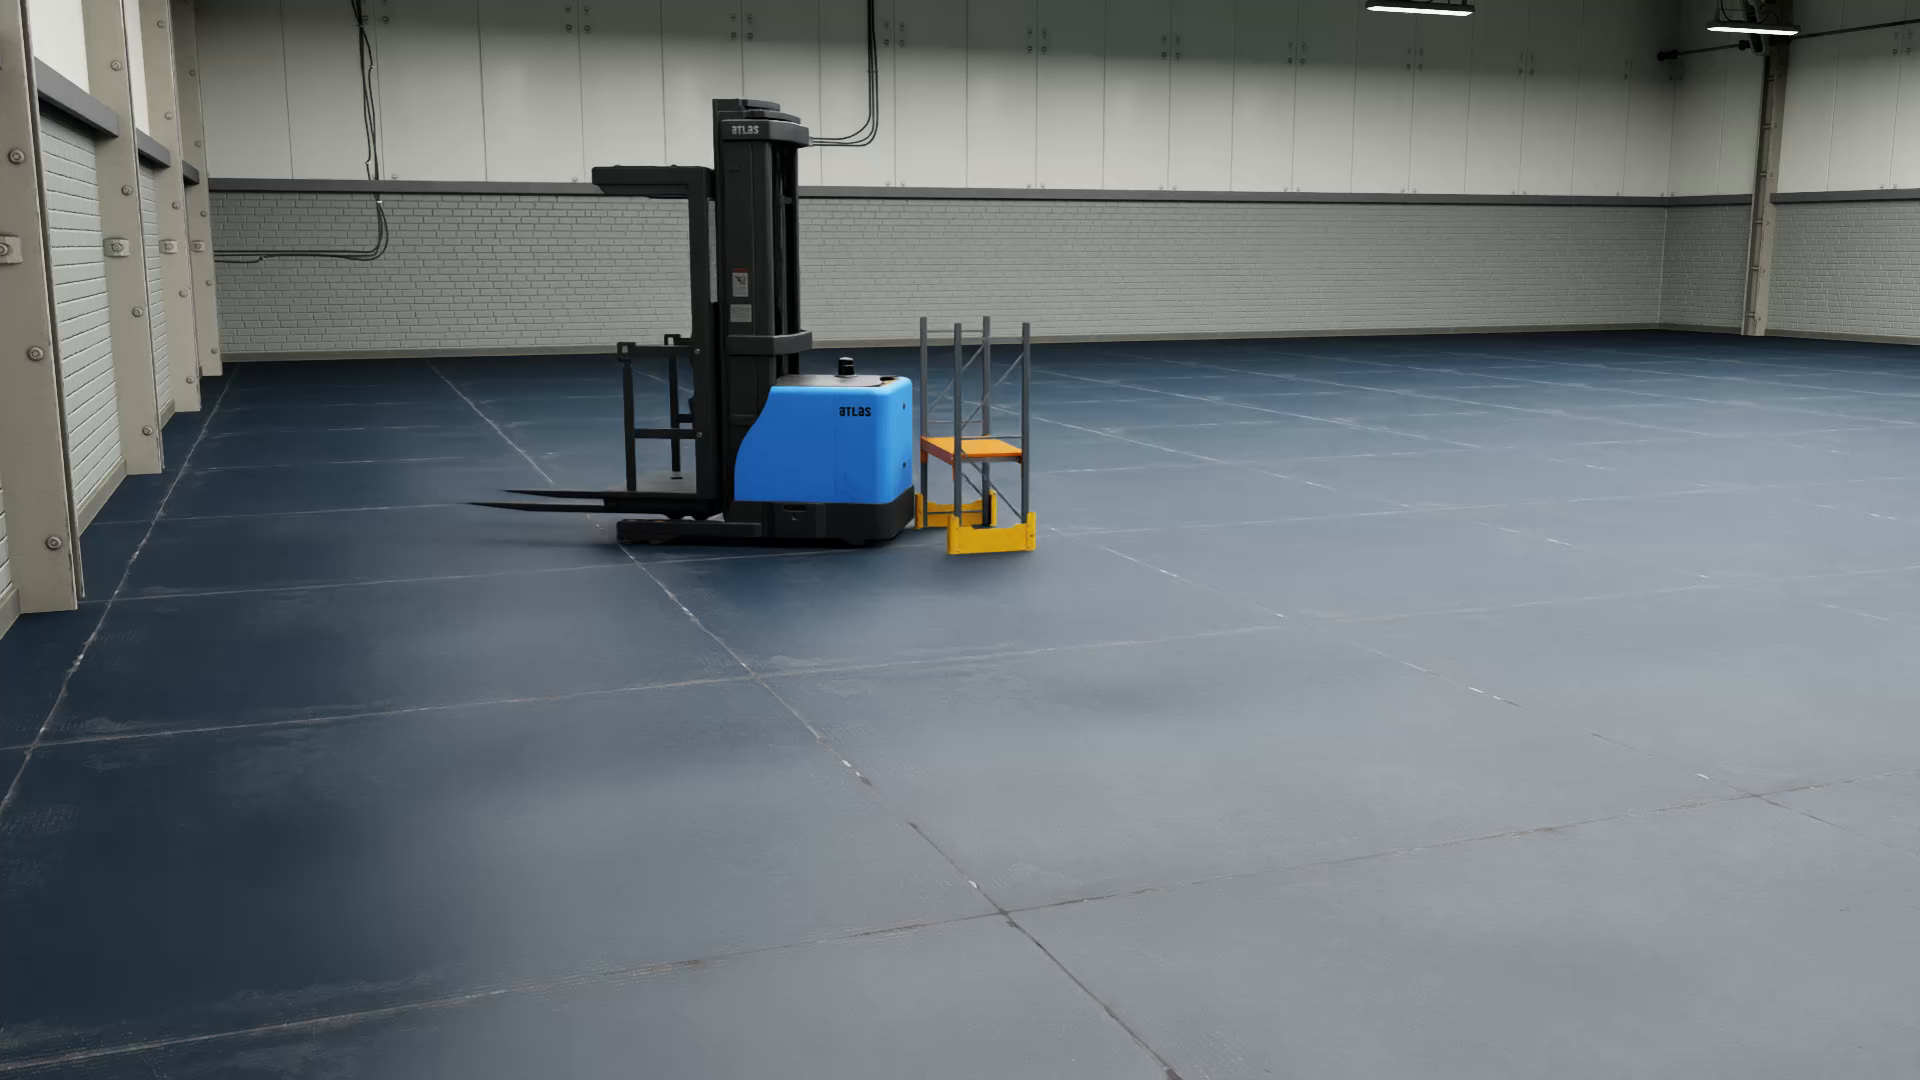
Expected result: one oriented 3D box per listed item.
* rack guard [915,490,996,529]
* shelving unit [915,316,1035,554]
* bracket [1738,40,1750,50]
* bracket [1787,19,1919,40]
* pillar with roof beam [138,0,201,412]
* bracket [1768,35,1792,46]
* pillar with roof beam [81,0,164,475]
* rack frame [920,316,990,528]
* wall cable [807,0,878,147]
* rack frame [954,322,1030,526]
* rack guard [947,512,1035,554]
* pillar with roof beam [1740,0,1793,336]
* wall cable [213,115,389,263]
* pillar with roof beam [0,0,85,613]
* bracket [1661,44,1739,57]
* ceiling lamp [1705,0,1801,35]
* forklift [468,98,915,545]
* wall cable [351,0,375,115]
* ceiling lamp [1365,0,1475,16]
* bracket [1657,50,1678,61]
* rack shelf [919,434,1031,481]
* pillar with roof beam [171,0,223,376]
[{"bbox_3d":[-0.029,-0.216,11.923,0.587,0.250,0.087,-2,10,-14],"label":"rack guard"},{"bbox_3d":[0.090,-0.747,11.337,0.587,1.500,1.083,-2,10,-14],"label":"shelving unit"},{"bbox_3d":[17.225,-10.821,36.278,0.235,0.232,0.430,-4,11,-21],"label":"bracket"},{"bbox_3d":[18.460,-10.265,33.152,0.076,0.066,4.783,-4,11,-21],"label":"bracket"},{"bbox_3d":[-5.466,-6.298,21.131,9.100,9.000,0.400,-4,11,-21],"label":"pillar with roof beam"},{"bbox_3d":[17.526,-10.685,35.517,0.235,0.232,0.430,-4,11,-21],"label":"bracket"},{"bbox_3d":[-3.292,-5.319,15.625,9.100,9.000,0.400,-4,11,-21],"label":"pillar with roof beam"},{"bbox_3d":[-0.034,-0.835,11.832,0.500,1.500,0.032,-2,10,-14],"label":"rack frame"},{"bbox_3d":[-2.634,-9.843,31.351,2.305,6.003,0.169,-4,11,-21],"label":"wall cable"},{"bbox_3d":[0.208,-0.662,10.860,0.500,1.500,0.032,-2,10,-14],"label":"rack frame"},{"bbox_3d":[0.208,-0.047,10.970,0.587,0.250,0.087,-2,10,-14],"label":"rack guard"},{"bbox_3d":[13.694,-8.730,34.803,9.100,9.000,0.548,-4,11,-21],"label":"pillar with roof beam"},{"bbox_3d":[-11.488,-6.040,28.548,3.097,2.526,0.112,-4,11,-21],"label":"wall cable"},{"bbox_3d":[-1.117,-4.339,10.120,9.100,9.000,0.400,-4,11,-21],"label":"pillar with roof beam"},{"bbox_3d":[16.580,-11.111,37.911,0.076,0.066,3.189,-4,11,-21],"label":"bracket"},{"bbox_3d":[14.483,-10.932,30.513,2.000,3.185,0.800,-4,11,-21],"label":"ceiling lamp"},{"bbox_3d":[-1.886,-1.501,11.487,3.031,2.935,1.130,1,10,8],"label":"forklift"},{"bbox_3d":[-8.966,-8.698,29.071,3.097,2.526,0.112,-4,11,-21],"label":"wall cable"},{"bbox_3d":[7.642,-10.466,27.894,2.000,3.185,0.800,-4,11,-21],"label":"ceiling lamp"},{"bbox_3d":[16.366,-11.207,38.453,0.235,0.232,0.430,-4,11,-21],"label":"bracket"},{"bbox_3d":[0.087,-0.571,11.377,0.538,0.185,1.000,-2,10,-14],"label":"rack shelf"},{"bbox_3d":[-7.640,-7.277,26.637,9.100,9.000,0.548,-4,11,-21],"label":"pillar with roof beam"}]
